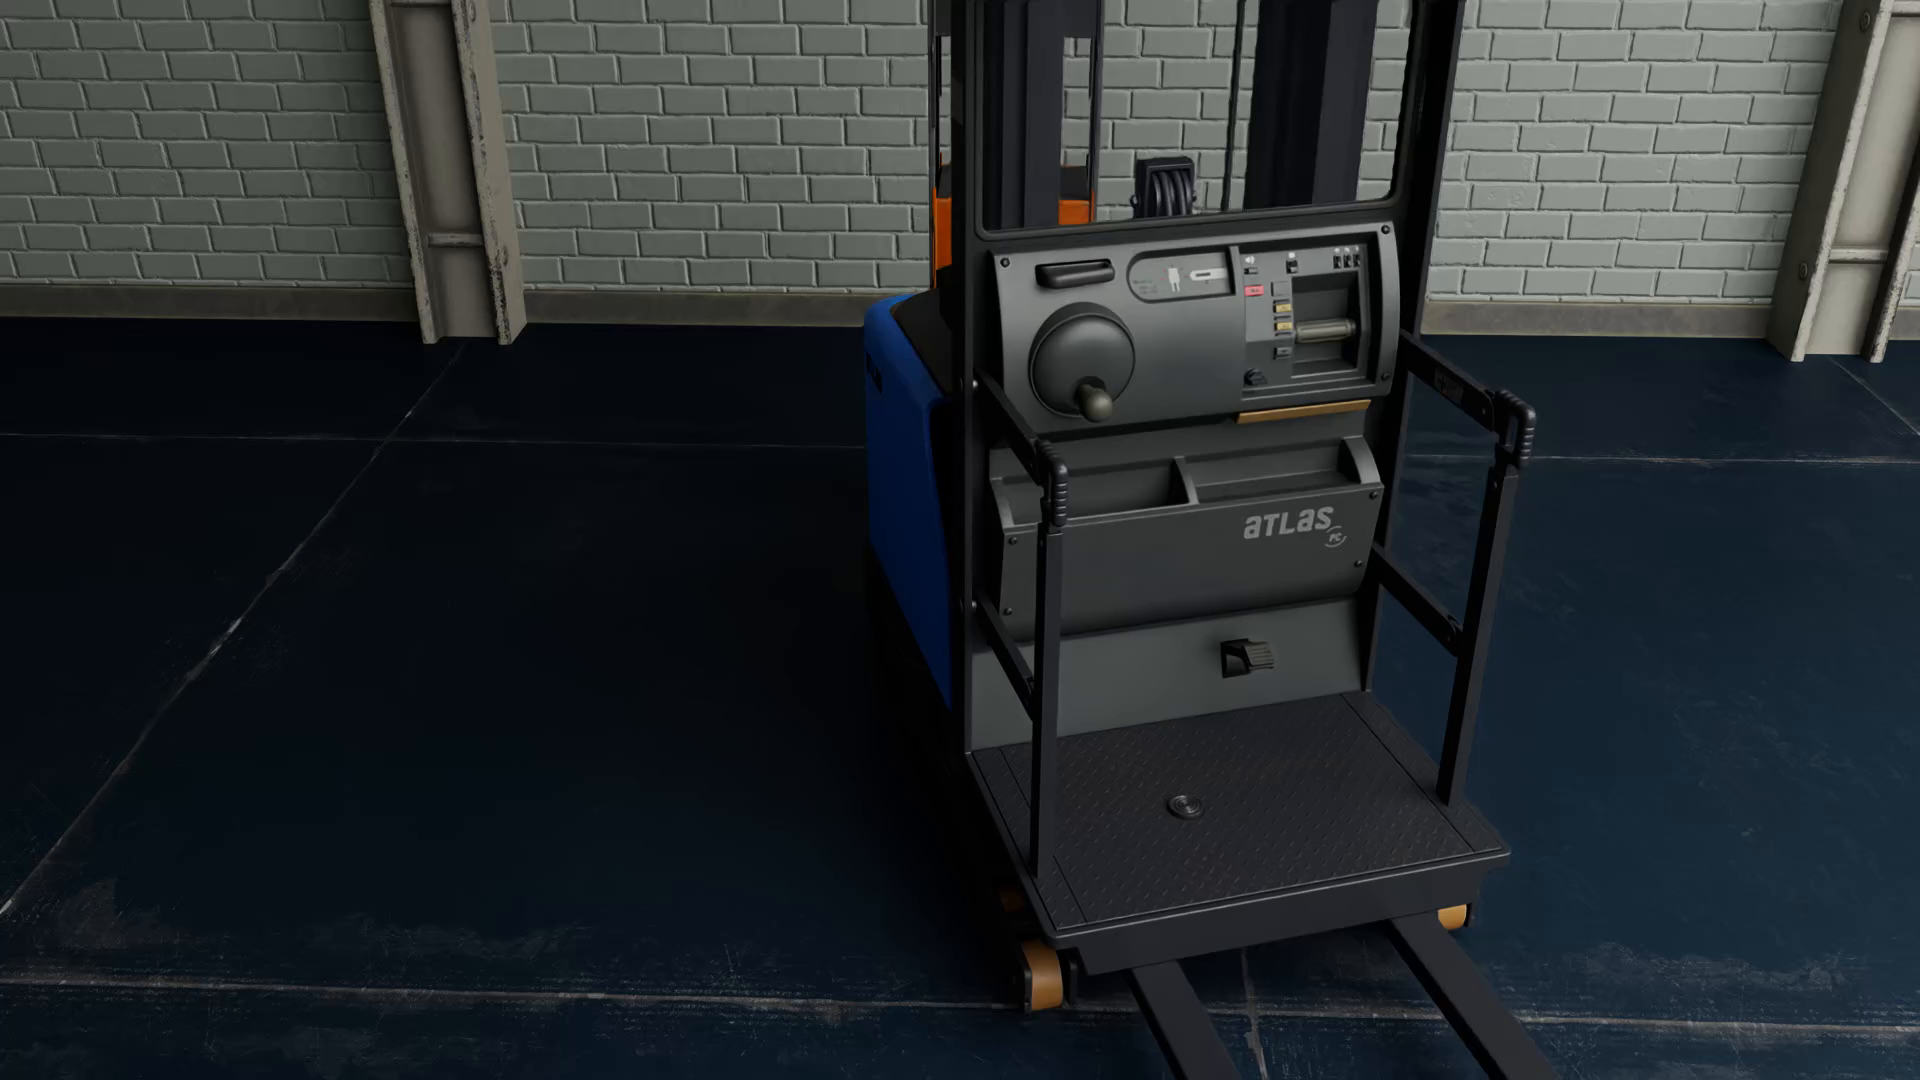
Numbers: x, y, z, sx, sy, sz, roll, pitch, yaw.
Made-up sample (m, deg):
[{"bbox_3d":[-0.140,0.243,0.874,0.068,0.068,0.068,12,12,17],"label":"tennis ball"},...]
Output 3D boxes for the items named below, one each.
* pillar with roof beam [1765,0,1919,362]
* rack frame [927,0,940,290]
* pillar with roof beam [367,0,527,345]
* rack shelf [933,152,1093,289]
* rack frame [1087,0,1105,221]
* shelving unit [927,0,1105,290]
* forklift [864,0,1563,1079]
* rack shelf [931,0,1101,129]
[{"bbox_3d":[3.654,-2.806,1.435,0.400,9.000,9.100,1,28,2],"label":"pillar with roof beam"},{"bbox_3d":[-0.078,-0.929,5.261,0.015,2.100,0.400,1,28,2],"label":"rack frame"},{"bbox_3d":[-2.343,-2.905,1.623,0.400,9.000,9.100,1,28,2],"label":"pillar with roof beam"},{"bbox_3d":[0.165,-0.913,5.259,0.480,0.518,0.431,1,28,2],"label":"rack shelf"},{"bbox_3d":[0.409,-0.921,5.245,0.015,2.100,0.400,1,28,2],"label":"rack frame"},{"bbox_3d":[0.165,-0.925,5.253,0.503,2.100,0.431,1,28,2],"label":"shelving unit"},{"bbox_3d":[0.584,-0.437,3.445,1.130,2.935,3.031,-7,29,-13],"label":"forklift"},{"bbox_3d":[0.165,-1.531,4.932,0.480,0.518,0.431,1,28,2],"label":"rack shelf"}]
